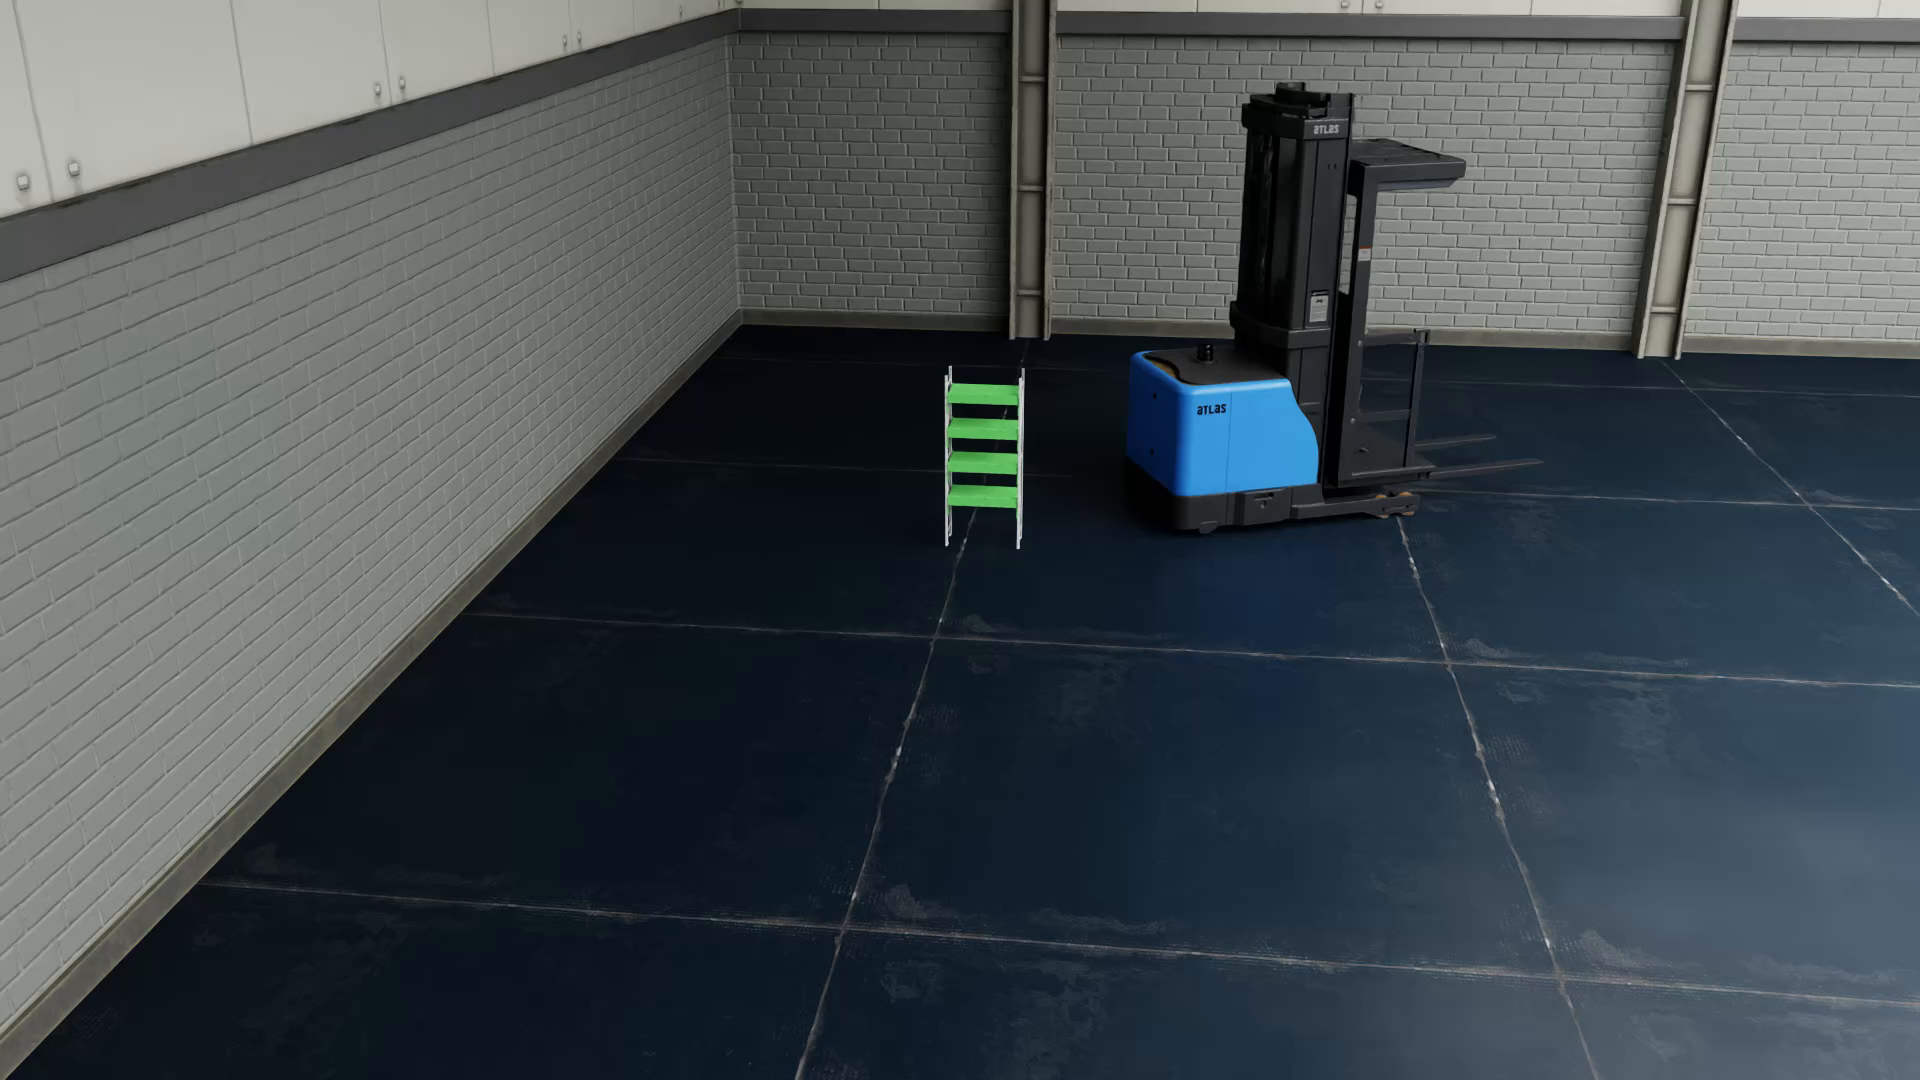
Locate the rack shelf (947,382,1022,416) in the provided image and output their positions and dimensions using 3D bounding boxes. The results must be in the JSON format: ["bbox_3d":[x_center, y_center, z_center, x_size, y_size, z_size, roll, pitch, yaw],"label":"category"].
[{"bbox_3d":[0.164,-0.938,11.048,0.480,0.148,0.258,2,22,6],"label":"rack shelf"}]

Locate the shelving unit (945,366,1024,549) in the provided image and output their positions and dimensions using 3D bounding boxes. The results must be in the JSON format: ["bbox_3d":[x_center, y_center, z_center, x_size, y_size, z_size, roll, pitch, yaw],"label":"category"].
[{"bbox_3d":[0.164,-0.551,11.201,0.503,1.200,0.258,2,22,6],"label":"shelving unit"}]

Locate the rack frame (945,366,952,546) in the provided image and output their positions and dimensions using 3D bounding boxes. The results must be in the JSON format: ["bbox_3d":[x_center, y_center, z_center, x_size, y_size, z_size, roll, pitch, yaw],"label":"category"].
[{"bbox_3d":[-0.078,-0.561,11.228,0.015,1.200,0.240,2,22,6],"label":"rack frame"}]

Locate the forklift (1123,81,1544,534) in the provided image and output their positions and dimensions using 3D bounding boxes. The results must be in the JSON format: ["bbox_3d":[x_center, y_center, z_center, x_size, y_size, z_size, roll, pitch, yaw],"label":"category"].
[{"bbox_3d":[2.778,-1.696,11.744,3.031,2.935,1.130,-6,22,-15],"label":"forklift"}]

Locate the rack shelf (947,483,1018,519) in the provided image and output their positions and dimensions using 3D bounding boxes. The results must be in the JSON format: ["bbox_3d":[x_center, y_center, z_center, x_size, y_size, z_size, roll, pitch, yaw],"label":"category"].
[{"bbox_3d":[0.164,-0.268,11.313,0.480,0.148,0.258,2,22,6],"label":"rack shelf"}]

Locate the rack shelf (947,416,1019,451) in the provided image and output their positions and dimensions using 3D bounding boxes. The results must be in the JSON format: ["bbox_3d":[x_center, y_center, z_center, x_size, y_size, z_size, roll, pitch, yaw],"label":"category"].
[{"bbox_3d":[0.164,-0.715,11.136,0.480,0.148,0.258,2,22,6],"label":"rack shelf"}]

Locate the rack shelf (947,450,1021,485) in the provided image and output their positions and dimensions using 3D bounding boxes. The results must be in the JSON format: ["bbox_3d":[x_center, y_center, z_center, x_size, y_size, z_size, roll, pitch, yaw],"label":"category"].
[{"bbox_3d":[0.164,-0.491,11.225,0.480,0.148,0.258,2,22,6],"label":"rack shelf"}]

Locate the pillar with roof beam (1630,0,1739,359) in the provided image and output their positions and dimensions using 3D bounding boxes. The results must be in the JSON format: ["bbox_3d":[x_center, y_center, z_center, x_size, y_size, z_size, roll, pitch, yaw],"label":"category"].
[{"bbox_3d":[6.149,-4.391,10.307,0.400,9.000,9.100,2,22,6],"label":"pillar with roof beam"}]

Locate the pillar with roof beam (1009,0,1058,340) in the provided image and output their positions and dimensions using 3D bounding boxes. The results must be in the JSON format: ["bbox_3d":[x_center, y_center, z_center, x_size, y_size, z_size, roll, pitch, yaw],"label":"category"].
[{"bbox_3d":[0.191,-4.651,10.964,0.400,9.000,9.100,2,22,6],"label":"pillar with roof beam"}]

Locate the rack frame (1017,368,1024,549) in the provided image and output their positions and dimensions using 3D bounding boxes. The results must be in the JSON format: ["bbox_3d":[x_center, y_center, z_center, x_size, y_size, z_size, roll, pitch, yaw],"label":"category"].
[{"bbox_3d":[0.407,-0.540,11.174,0.015,1.200,0.240,2,22,6],"label":"rack frame"}]
